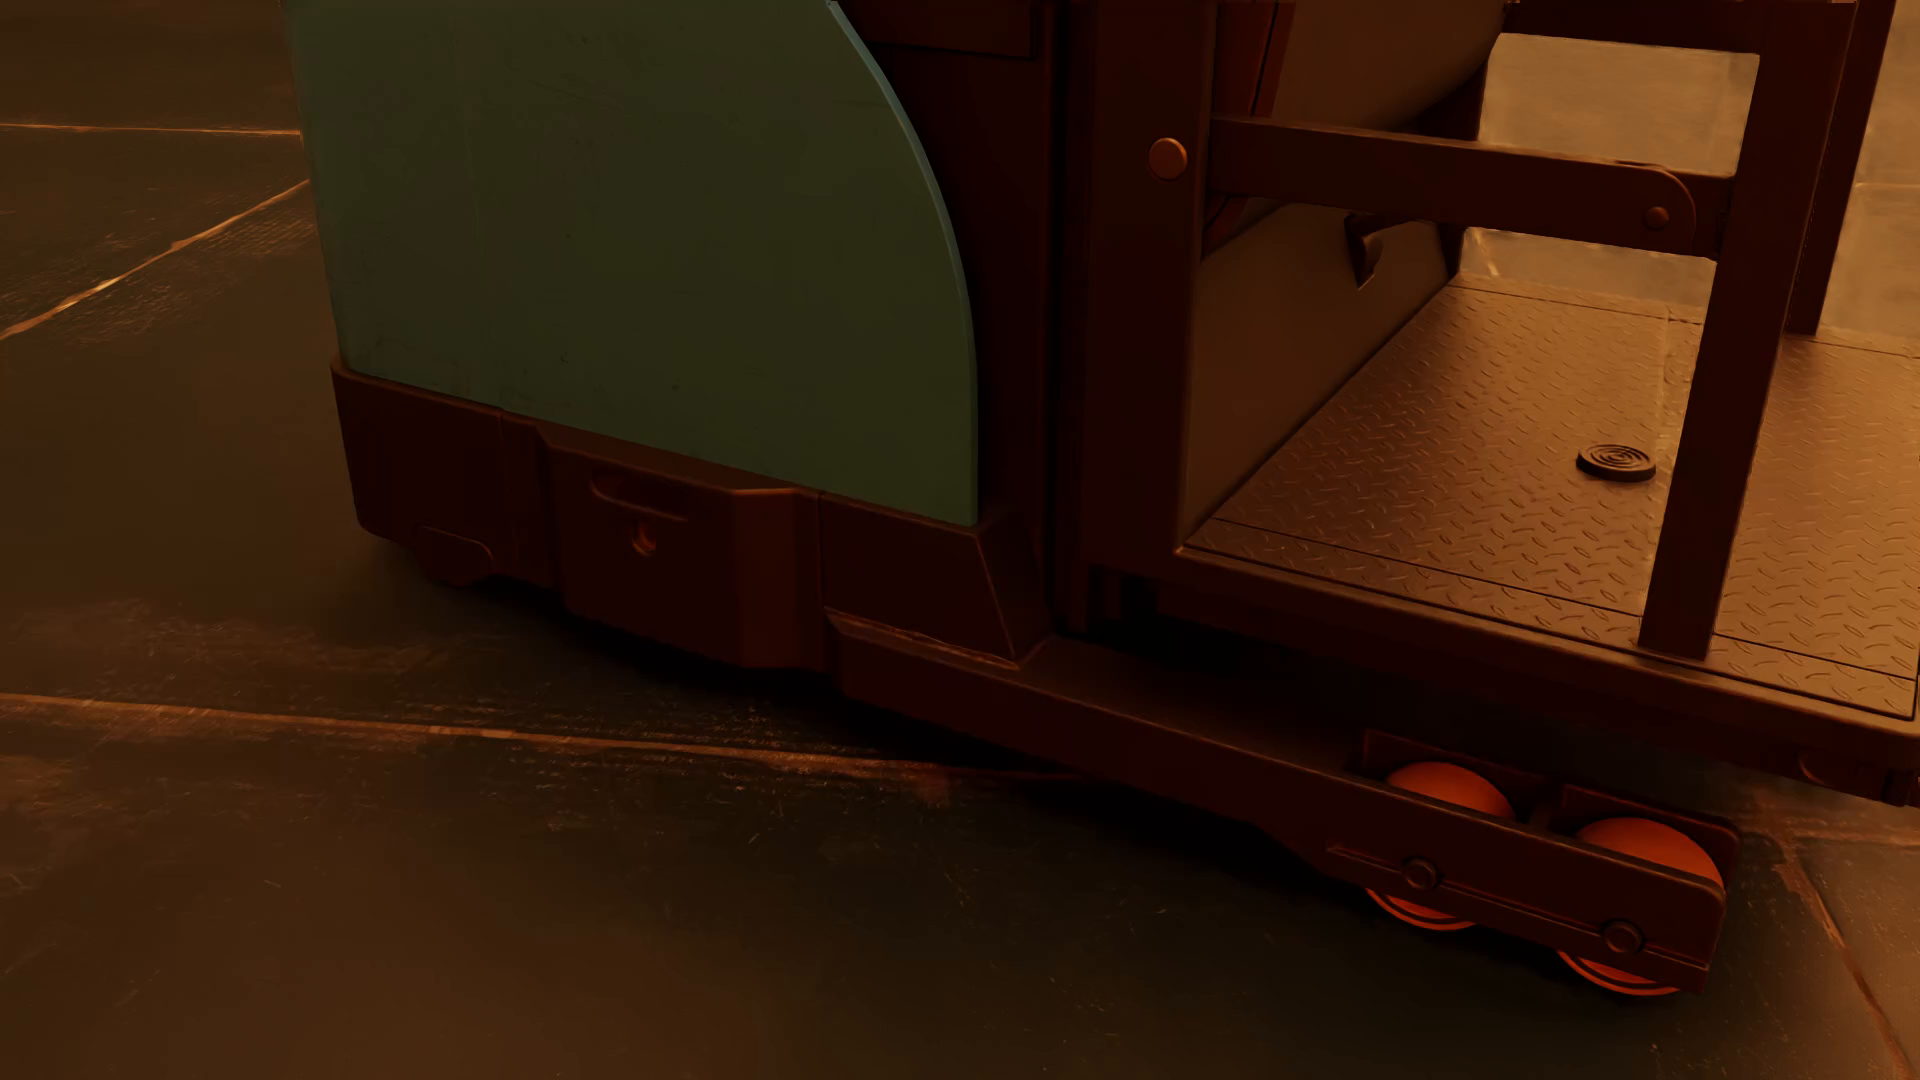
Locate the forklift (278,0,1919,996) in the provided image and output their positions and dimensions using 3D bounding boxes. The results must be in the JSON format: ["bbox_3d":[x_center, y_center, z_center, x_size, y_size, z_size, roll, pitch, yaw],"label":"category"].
[{"bbox_3d":[0.659,-1.142,1.507,3.031,2.935,1.130,14,30,26],"label":"forklift"}]
